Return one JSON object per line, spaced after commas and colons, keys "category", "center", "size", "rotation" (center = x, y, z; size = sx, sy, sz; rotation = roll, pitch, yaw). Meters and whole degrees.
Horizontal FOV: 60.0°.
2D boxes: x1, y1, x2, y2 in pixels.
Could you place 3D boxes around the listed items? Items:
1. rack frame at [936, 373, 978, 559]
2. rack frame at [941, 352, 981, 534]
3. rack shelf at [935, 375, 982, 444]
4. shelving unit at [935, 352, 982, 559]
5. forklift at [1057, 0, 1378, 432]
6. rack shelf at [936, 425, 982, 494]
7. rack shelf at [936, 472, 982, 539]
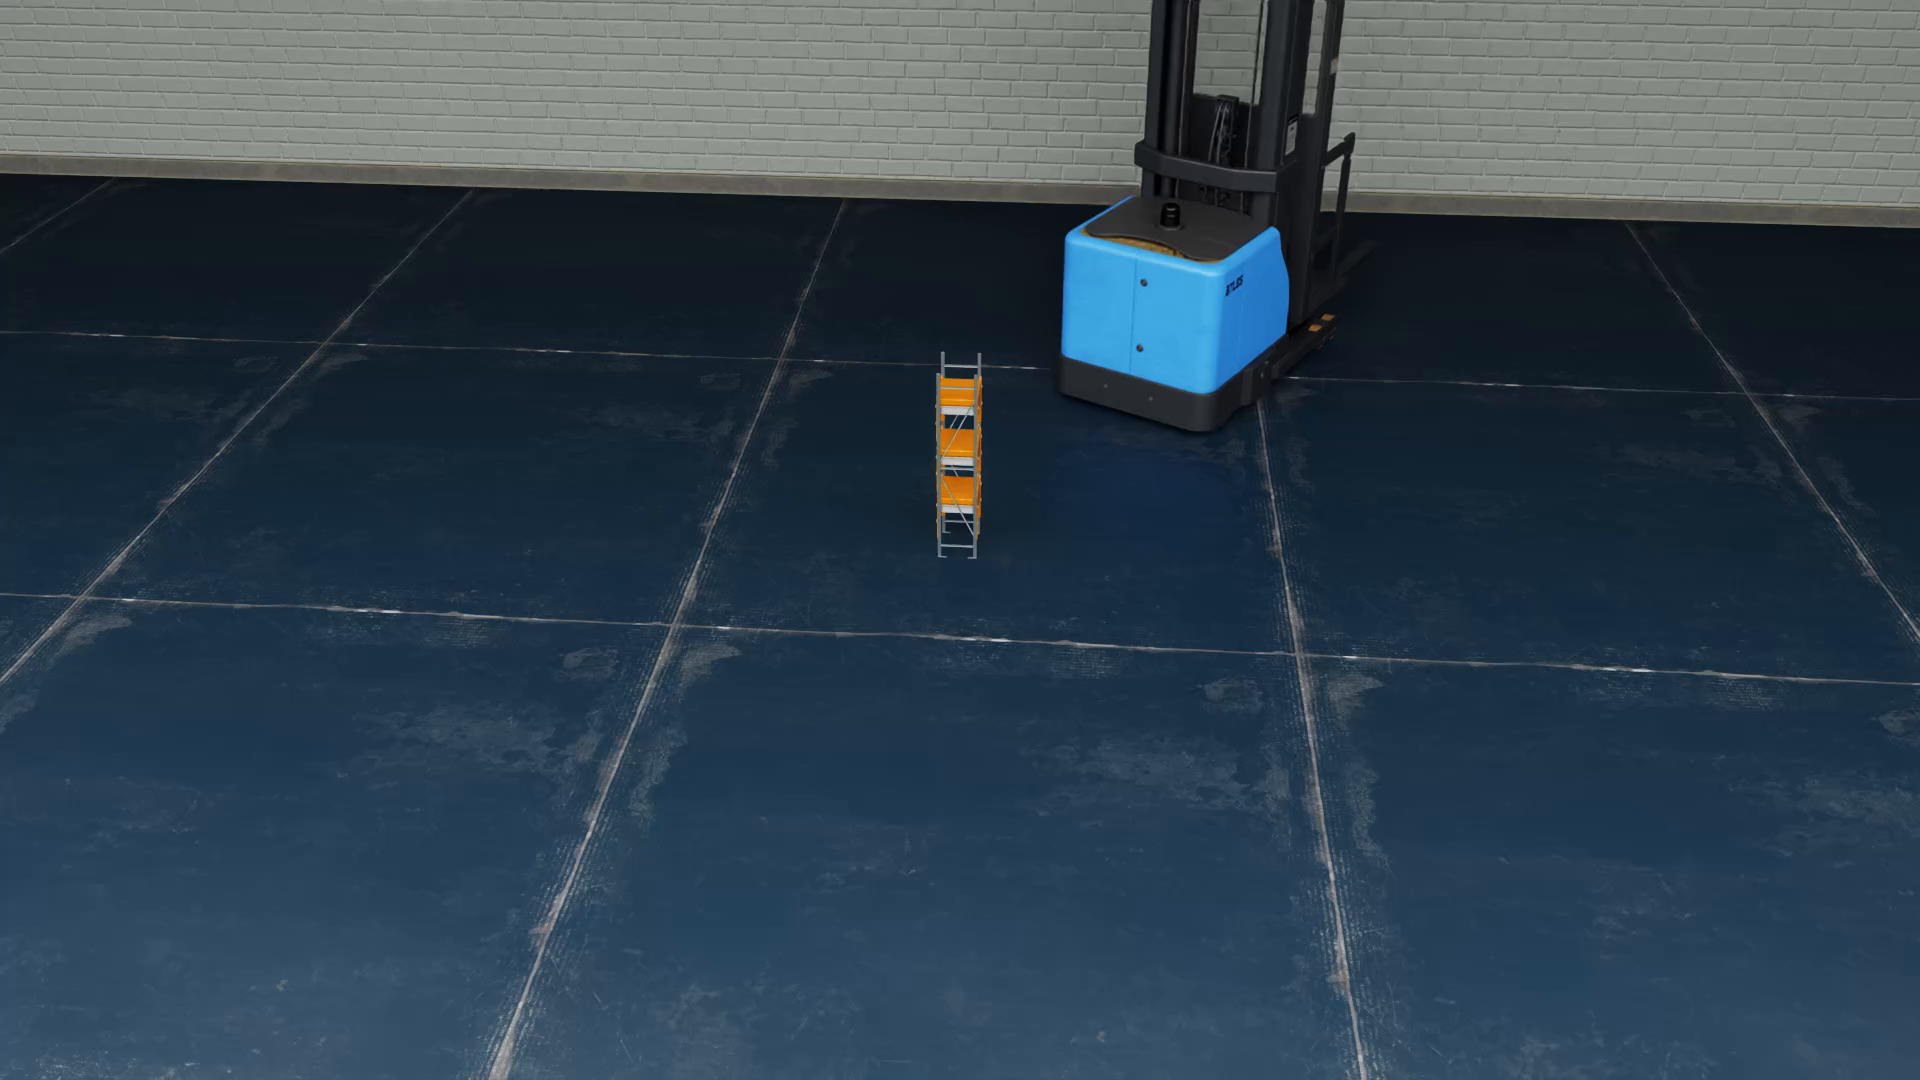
{"category": "rack frame", "center": [-0.014, -0.355, 8.326], "size": [0.200, 1.050, 0.008], "rotation": [2, 32, 4]}
{"category": "rack frame", "center": [0.006, -0.483, 8.533], "size": [0.200, 1.050, 0.008], "rotation": [2, 32, 4]}
{"category": "rack shelf", "center": [-0.004, -0.652, 8.286], "size": [0.215, 0.259, 0.240], "rotation": [2, 32, 4]}
{"category": "shelving unit", "center": [-0.004, -0.419, 8.429], "size": [0.215, 1.050, 0.252], "rotation": [2, 32, 4]}
{"category": "forklift", "center": [1.832, -2.601, 10.177], "size": [1.130, 2.935, 3.031], "rotation": [19, 37, 28]}
{"category": "rack shelf", "center": [-0.004, -0.410, 8.435], "size": [0.215, 0.259, 0.240], "rotation": [2, 32, 4]}
{"category": "rack shelf", "center": [-0.004, -0.173, 8.581], "size": [0.215, 0.259, 0.240], "rotation": [2, 32, 4]}
